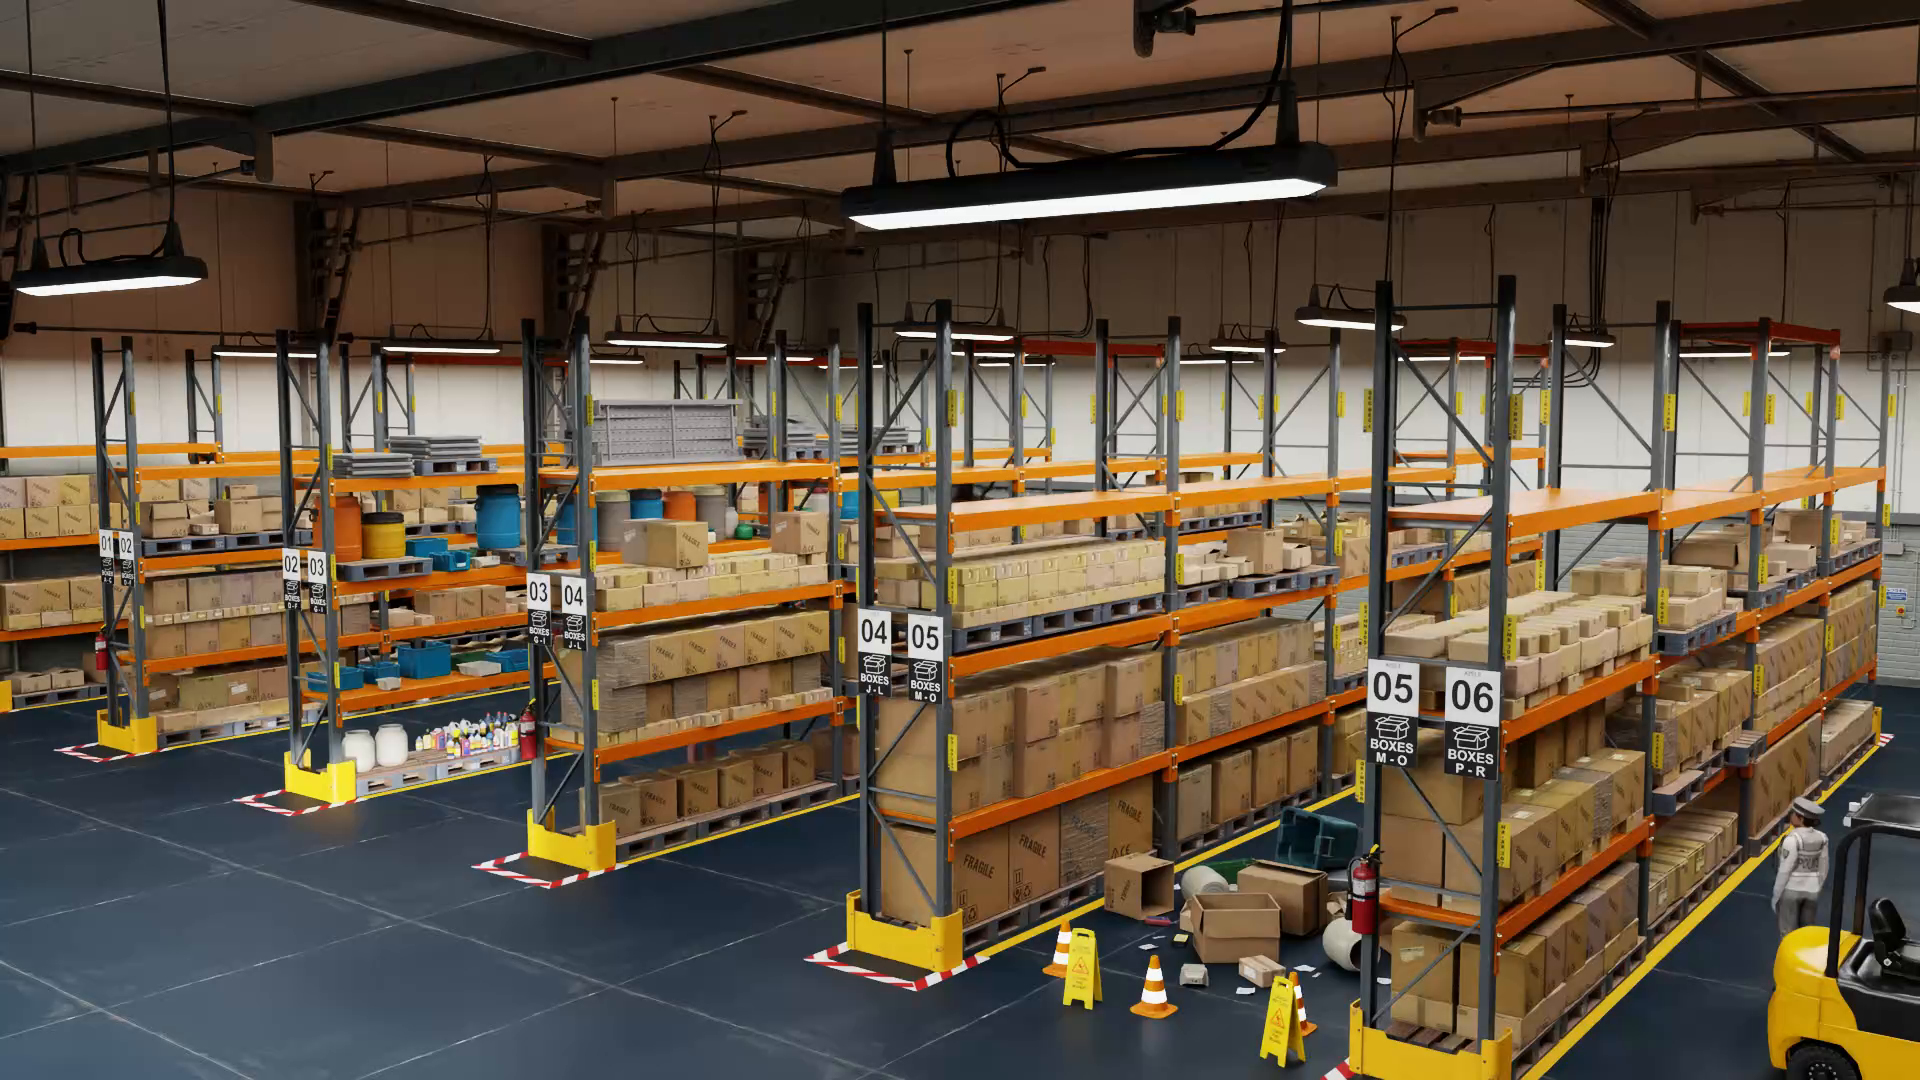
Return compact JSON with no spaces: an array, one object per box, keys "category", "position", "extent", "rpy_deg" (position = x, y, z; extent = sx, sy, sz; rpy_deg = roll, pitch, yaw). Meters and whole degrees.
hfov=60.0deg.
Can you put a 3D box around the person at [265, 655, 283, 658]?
[{"category":"person","position":[-11.454,1.861,27.974],"extent":[0.646,1.809,0.446],"rpy_deg":[-2,6,-26]}]

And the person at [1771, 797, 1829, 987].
[{"category":"person","position":[7.283,3.066,14.438],"extent":[0.515,1.686,0.390],"rpy_deg":[0,5,-3]}]
